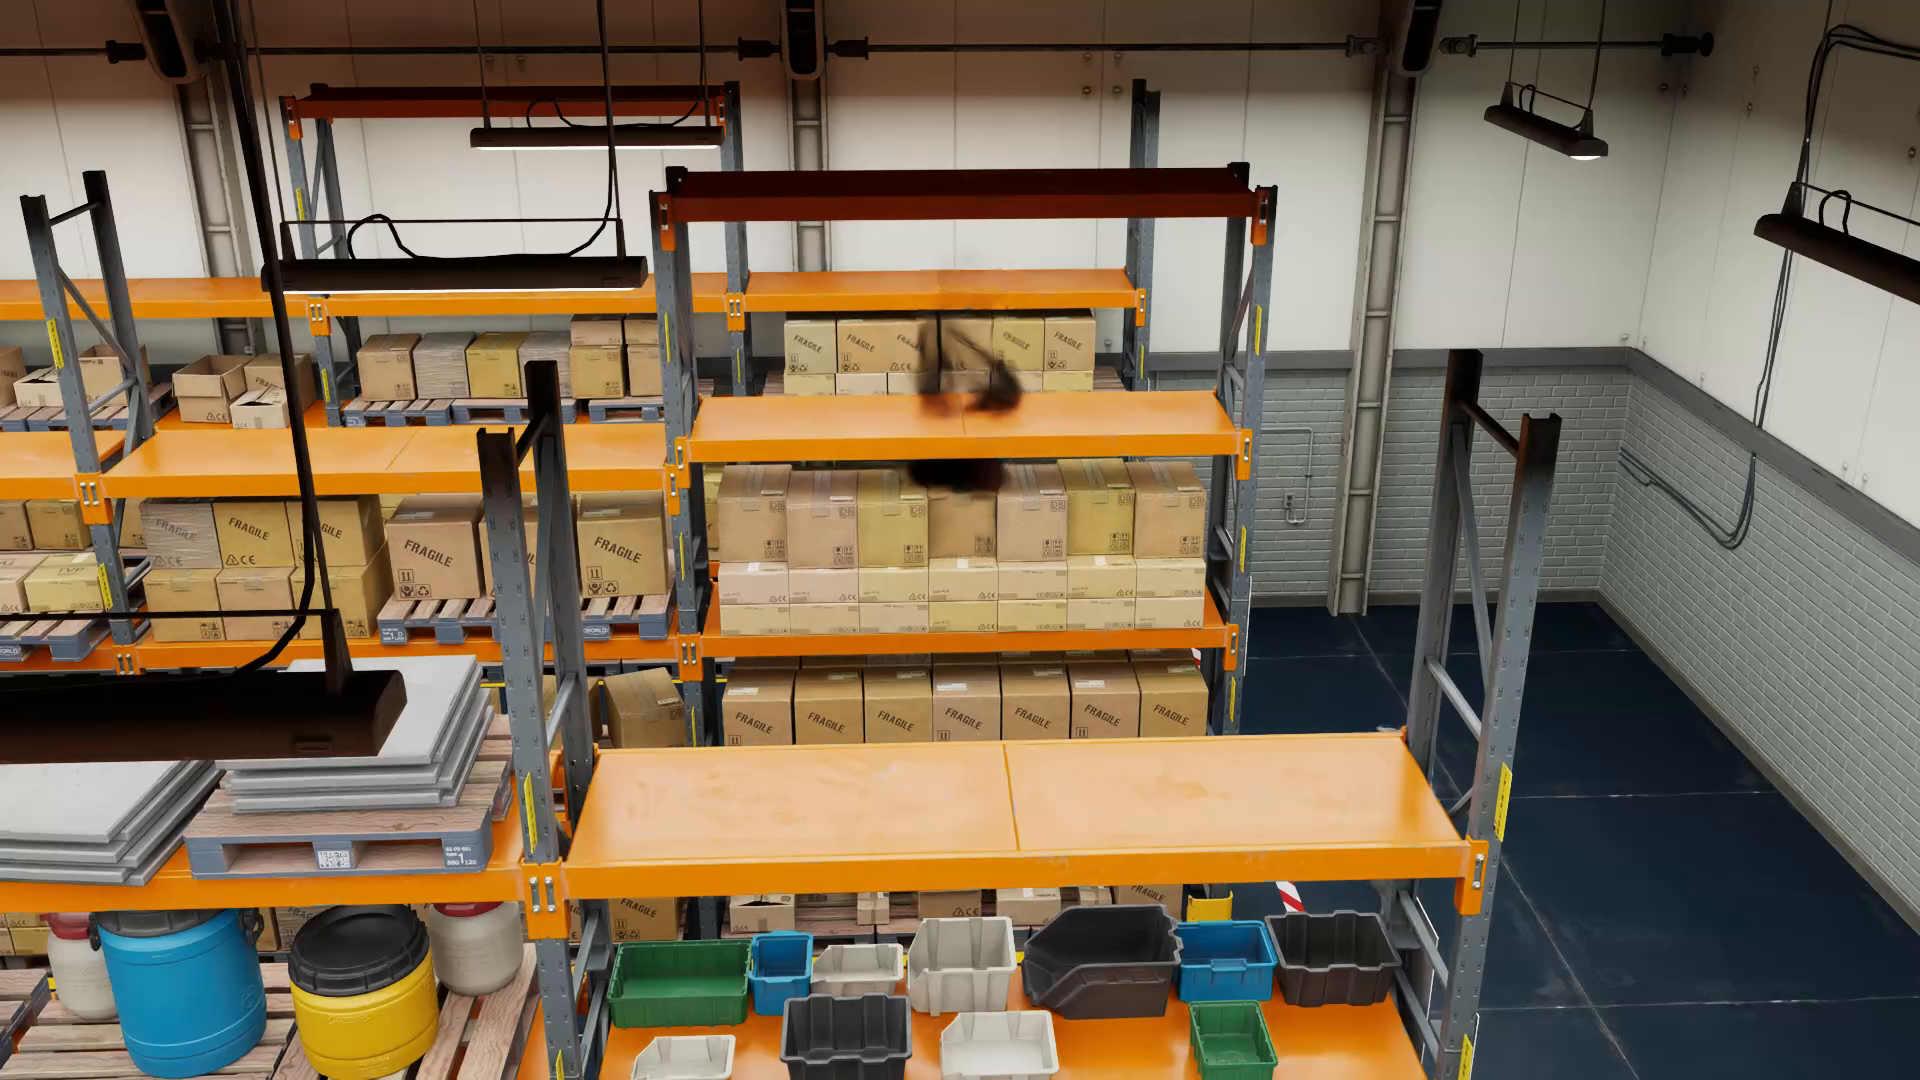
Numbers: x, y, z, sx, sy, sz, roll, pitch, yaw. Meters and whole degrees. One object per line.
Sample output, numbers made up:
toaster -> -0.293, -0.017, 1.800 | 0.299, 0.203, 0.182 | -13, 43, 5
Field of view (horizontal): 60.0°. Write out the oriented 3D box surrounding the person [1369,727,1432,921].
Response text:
person -> 3.394, 2.285, 13.260 | 0.664, 1.779, 0.674 | 7, 23, 17
